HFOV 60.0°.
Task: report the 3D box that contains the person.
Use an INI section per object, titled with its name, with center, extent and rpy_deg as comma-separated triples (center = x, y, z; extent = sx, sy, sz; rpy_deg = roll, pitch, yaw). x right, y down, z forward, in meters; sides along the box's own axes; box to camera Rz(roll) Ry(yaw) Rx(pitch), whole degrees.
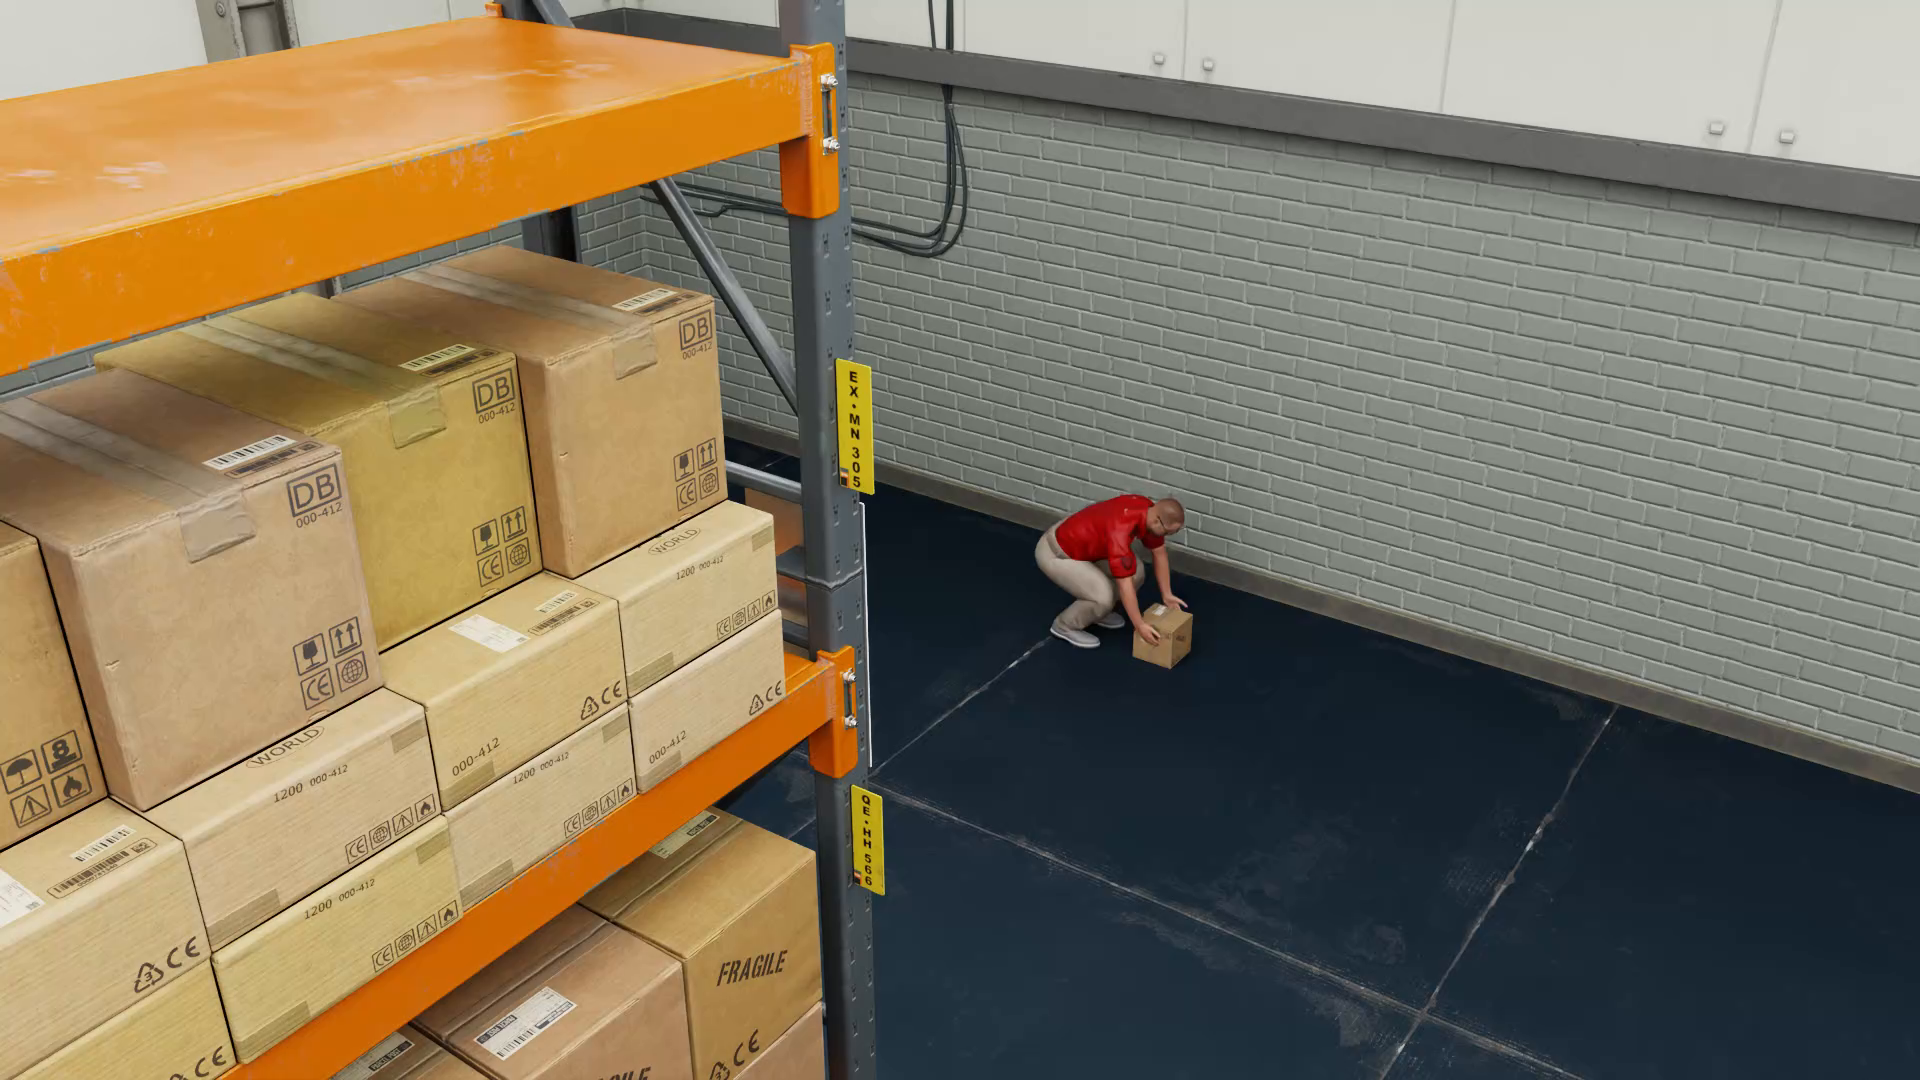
[person]
center = 0.904, 0.140, 9.709
extent = 0.843, 0.968, 0.569
rpy_deg = 17, 31, 30
